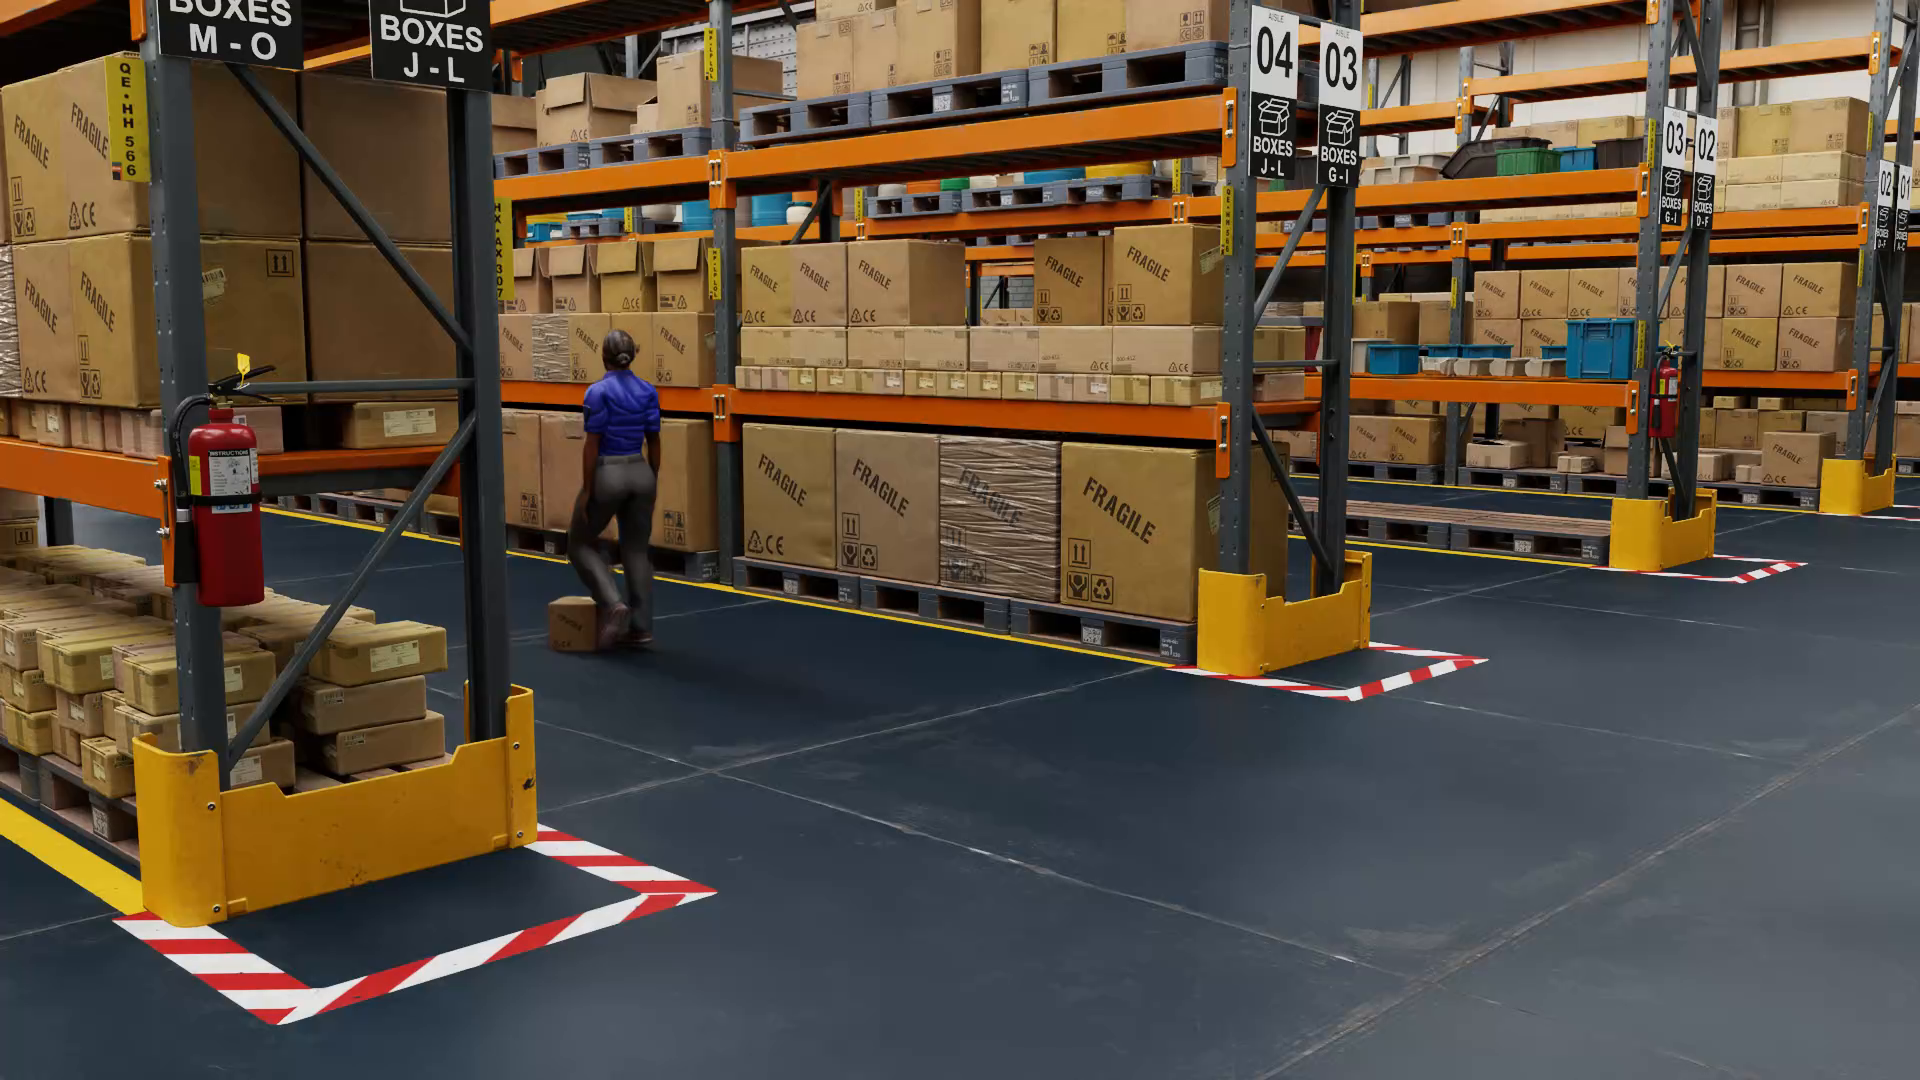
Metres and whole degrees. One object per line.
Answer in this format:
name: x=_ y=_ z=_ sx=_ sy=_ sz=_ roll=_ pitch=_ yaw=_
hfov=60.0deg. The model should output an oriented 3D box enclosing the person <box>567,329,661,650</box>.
person: x=-1.812 y=-0.265 z=8.735 sx=0.484 sy=1.668 sz=0.426 roll=-6 pitch=9 yaw=-38
